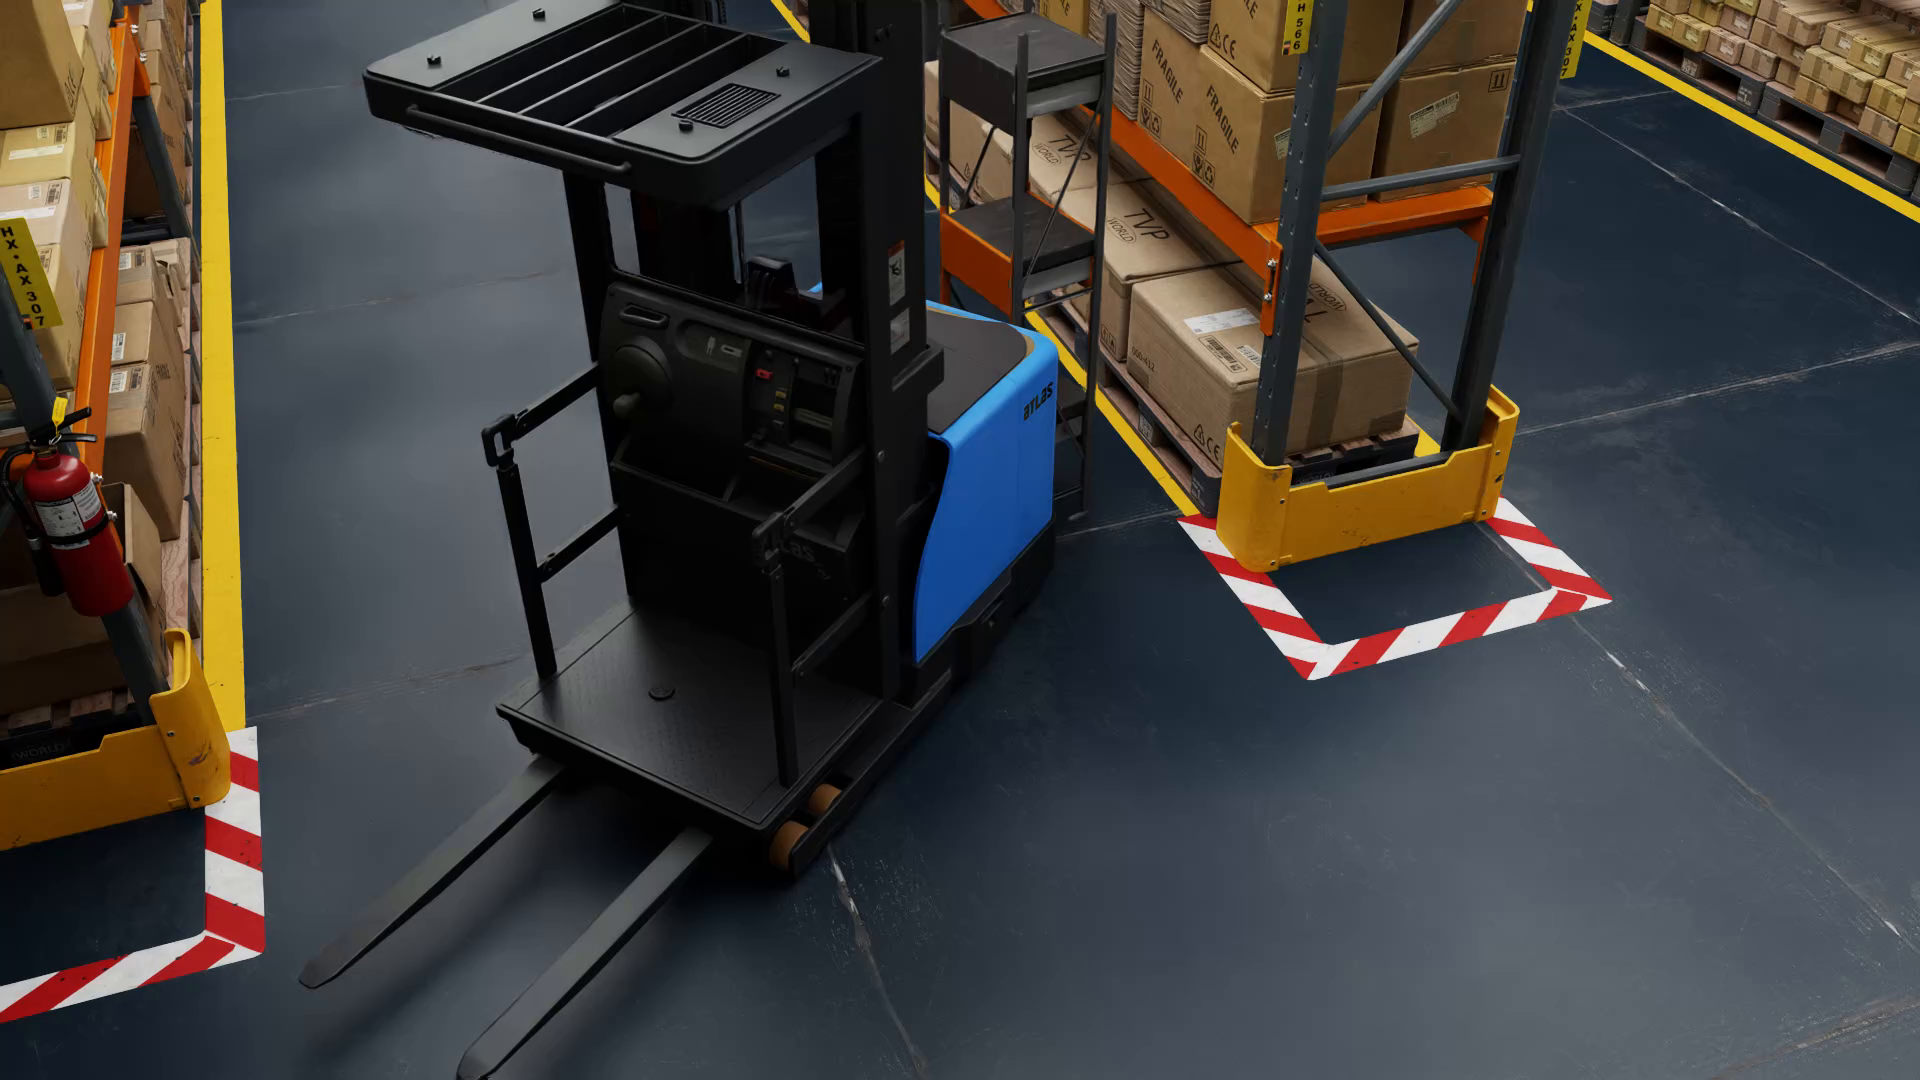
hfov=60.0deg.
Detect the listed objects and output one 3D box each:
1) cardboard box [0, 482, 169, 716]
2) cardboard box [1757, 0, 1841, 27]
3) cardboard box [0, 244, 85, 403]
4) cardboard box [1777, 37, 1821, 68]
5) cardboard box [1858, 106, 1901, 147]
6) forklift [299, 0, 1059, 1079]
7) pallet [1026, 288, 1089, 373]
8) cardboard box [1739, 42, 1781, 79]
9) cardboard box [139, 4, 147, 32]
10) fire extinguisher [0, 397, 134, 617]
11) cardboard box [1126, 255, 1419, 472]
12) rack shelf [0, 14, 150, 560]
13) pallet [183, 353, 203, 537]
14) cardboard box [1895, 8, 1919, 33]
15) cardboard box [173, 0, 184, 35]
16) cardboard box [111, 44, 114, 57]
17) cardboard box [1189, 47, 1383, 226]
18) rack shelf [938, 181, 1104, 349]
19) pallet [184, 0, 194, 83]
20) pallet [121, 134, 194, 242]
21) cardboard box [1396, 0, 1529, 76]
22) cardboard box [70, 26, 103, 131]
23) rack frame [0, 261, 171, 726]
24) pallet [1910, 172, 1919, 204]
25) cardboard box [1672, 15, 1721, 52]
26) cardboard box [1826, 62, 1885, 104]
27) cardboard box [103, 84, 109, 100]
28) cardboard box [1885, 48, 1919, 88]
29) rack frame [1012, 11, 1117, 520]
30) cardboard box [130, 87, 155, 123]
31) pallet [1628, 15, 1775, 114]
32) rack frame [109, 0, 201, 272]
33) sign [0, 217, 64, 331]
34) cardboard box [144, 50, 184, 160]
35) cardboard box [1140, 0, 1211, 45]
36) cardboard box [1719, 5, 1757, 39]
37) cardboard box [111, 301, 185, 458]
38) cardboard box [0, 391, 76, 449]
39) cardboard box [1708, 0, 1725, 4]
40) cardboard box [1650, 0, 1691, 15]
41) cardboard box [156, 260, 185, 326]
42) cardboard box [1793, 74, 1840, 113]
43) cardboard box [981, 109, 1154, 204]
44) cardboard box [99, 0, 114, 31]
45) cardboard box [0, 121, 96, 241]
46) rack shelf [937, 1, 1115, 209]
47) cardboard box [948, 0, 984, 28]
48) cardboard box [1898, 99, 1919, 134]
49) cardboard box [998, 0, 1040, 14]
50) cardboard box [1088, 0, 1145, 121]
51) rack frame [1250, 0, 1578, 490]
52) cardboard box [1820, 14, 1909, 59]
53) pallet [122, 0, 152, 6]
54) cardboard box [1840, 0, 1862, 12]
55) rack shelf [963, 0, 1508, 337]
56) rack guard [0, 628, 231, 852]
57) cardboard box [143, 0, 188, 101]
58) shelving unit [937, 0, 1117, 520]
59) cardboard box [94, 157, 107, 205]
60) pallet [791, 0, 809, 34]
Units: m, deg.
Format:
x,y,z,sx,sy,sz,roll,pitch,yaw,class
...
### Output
x,y,z,sx,sy,sz,roll,pitch,yaw,class
-3.156,0.207,5.708,0.797,0.503,0.637,-14,39,-18,cardboard box
5.069,-3.215,10.051,0.380,0.149,0.250,-13,39,-17,cardboard box
-2.937,-0.628,4.968,0.500,0.250,0.500,-12,39,-16,cardboard box
5.138,-2.938,9.930,0.380,0.149,0.250,-11,38,-14,cardboard box
5.349,-2.370,9.424,0.380,0.149,0.250,-12,39,-15,cardboard box
-0.819,-0.422,4.875,1.130,2.935,3.031,20,41,24,forklift
0.860,-1.297,8.296,1.003,0.211,1.213,-12,39,-16,pallet
5.045,-2.972,10.224,0.380,0.149,0.250,-13,39,-17,cardboard box
-4.792,-2.928,9.333,0.380,0.149,0.250,-11,38,-14,cardboard box
-2.549,-0.090,4.751,0.296,0.674,0.183,-12,39,-16,fire extinguisher
1.304,-0.784,7.078,0.875,0.438,0.875,-14,39,-17,cardboard box
-3.722,-1.100,6.315,1.077,0.370,4.000,-12,39,-16,rack shelf
-3.752,-0.325,7.006,1.003,0.211,1.213,-12,39,-16,pallet
5.746,-3.027,9.801,0.380,0.149,0.250,-14,39,-18,cardboard box
-5.277,-3.467,10.588,0.500,0.500,0.500,-13,39,-17,cardboard box
-3.954,-2.146,7.315,0.380,0.149,0.250,-11,38,-15,cardboard box
1.211,-1.545,6.225,0.500,0.500,0.500,-12,39,-16,cardboard box
0.228,-0.998,6.353,0.431,0.518,0.480,-21,42,-26,rack shelf
-5.566,-3.233,10.867,1.003,0.211,1.213,-12,39,-16,pallet
-4.726,-1.855,9.037,1.003,0.211,1.213,-12,39,-16,pallet
1.727,-2.057,6.073,0.500,0.500,0.500,-13,39,-17,cardboard box
-3.661,-1.774,6.490,0.500,0.250,0.500,-13,39,-16,cardboard box
-3.034,-0.257,4.598,1.000,3.000,0.127,-12,39,-16,rack frame
5.966,-1.764,8.917,1.003,0.211,1.213,-12,39,-16,pallet
4.777,-3.235,10.572,0.380,0.149,0.250,-11,38,-15,cardboard box
5.226,-2.637,9.532,0.380,0.149,0.250,-12,39,-15,cardboard box
-3.777,-1.851,6.922,0.380,0.149,0.250,-11,38,-15,cardboard box
5.416,-2.628,9.271,0.380,0.149,0.250,-14,39,-17,cardboard box
0.361,-0.886,6.181,0.400,2.100,0.015,-21,42,-26,rack frame
-4.284,-2.203,8.371,0.380,0.149,0.250,-11,38,-14,cardboard box
5.126,-3.143,10.747,1.003,0.211,1.213,-12,39,-16,pallet
-4.411,-2.517,7.598,1.000,3.000,0.127,-12,39,-16,rack frame
-2.525,-0.716,4.487,0.100,0.325,0.005,-12,39,-16,sign
-4.558,-2.305,9.045,0.500,0.500,0.500,-13,39,-17,cardboard box
1.028,-2.239,6.315,0.500,0.500,0.500,-12,39,-16,cardboard box
4.975,-3.251,10.346,0.380,0.149,0.250,-13,39,-16,cardboard box
-3.501,-0.602,6.785,0.500,0.500,0.500,-12,39,-15,cardboard box
-2.890,-0.399,4.996,0.380,0.149,0.250,-13,39,-16,cardboard box
4.825,-3.490,10.416,0.380,0.149,0.250,-11,38,-14,cardboard box
4.686,-3.505,10.684,0.380,0.149,0.250,-11,38,-14,cardboard box
-3.820,-1.137,7.690,0.396,0.266,0.258,-11,38,-14,cardboard box
5.170,-2.661,9.810,0.380,0.149,0.250,-13,39,-17,cardboard box
0.673,-1.809,8.438,0.875,0.438,0.875,-14,39,-17,cardboard box
-4.006,-2.339,7.239,0.500,0.250,0.500,-11,38,-15,cardboard box
-3.288,-1.199,5.726,0.500,0.250,0.500,-13,39,-17,cardboard box
0.228,-1.557,5.931,0.431,0.518,0.480,-21,42,-26,rack shelf
-0.040,-3.199,9.921,0.875,0.875,0.875,-11,38,-15,cardboard box
5.418,-2.339,9.135,0.380,0.149,0.250,-12,39,-15,cardboard box
0.499,-2.700,7.758,0.500,0.500,0.500,-12,39,-16,cardboard box
0.866,-2.120,6.988,0.500,0.500,0.500,-11,38,-15,cardboard box
1.625,-1.287,5.966,1.000,3.000,0.127,-12,39,-16,rack frame
5.251,-2.917,9.656,0.380,0.149,0.250,-14,39,-18,cardboard box
-4.583,-2.914,8.285,1.003,0.211,1.213,-12,39,-16,pallet
5.462,-3.310,10.178,0.380,0.149,0.250,-11,38,-14,cardboard box
0.937,-2.130,7.682,1.077,0.370,4.000,-12,39,-16,rack shelf
-3.060,0.698,5.408,1.175,0.500,0.348,-12,39,-16,rack guard
-4.898,-2.882,9.812,0.500,0.500,0.500,-14,39,-18,cardboard box
0.228,-1.009,6.344,0.431,2.100,0.503,-21,42,-26,shelving unit
-3.396,-1.282,6.168,0.380,0.149,0.250,-12,39,-15,cardboard box
-0.511,-3.544,11.279,1.003,0.211,1.213,-12,39,-16,pallet
